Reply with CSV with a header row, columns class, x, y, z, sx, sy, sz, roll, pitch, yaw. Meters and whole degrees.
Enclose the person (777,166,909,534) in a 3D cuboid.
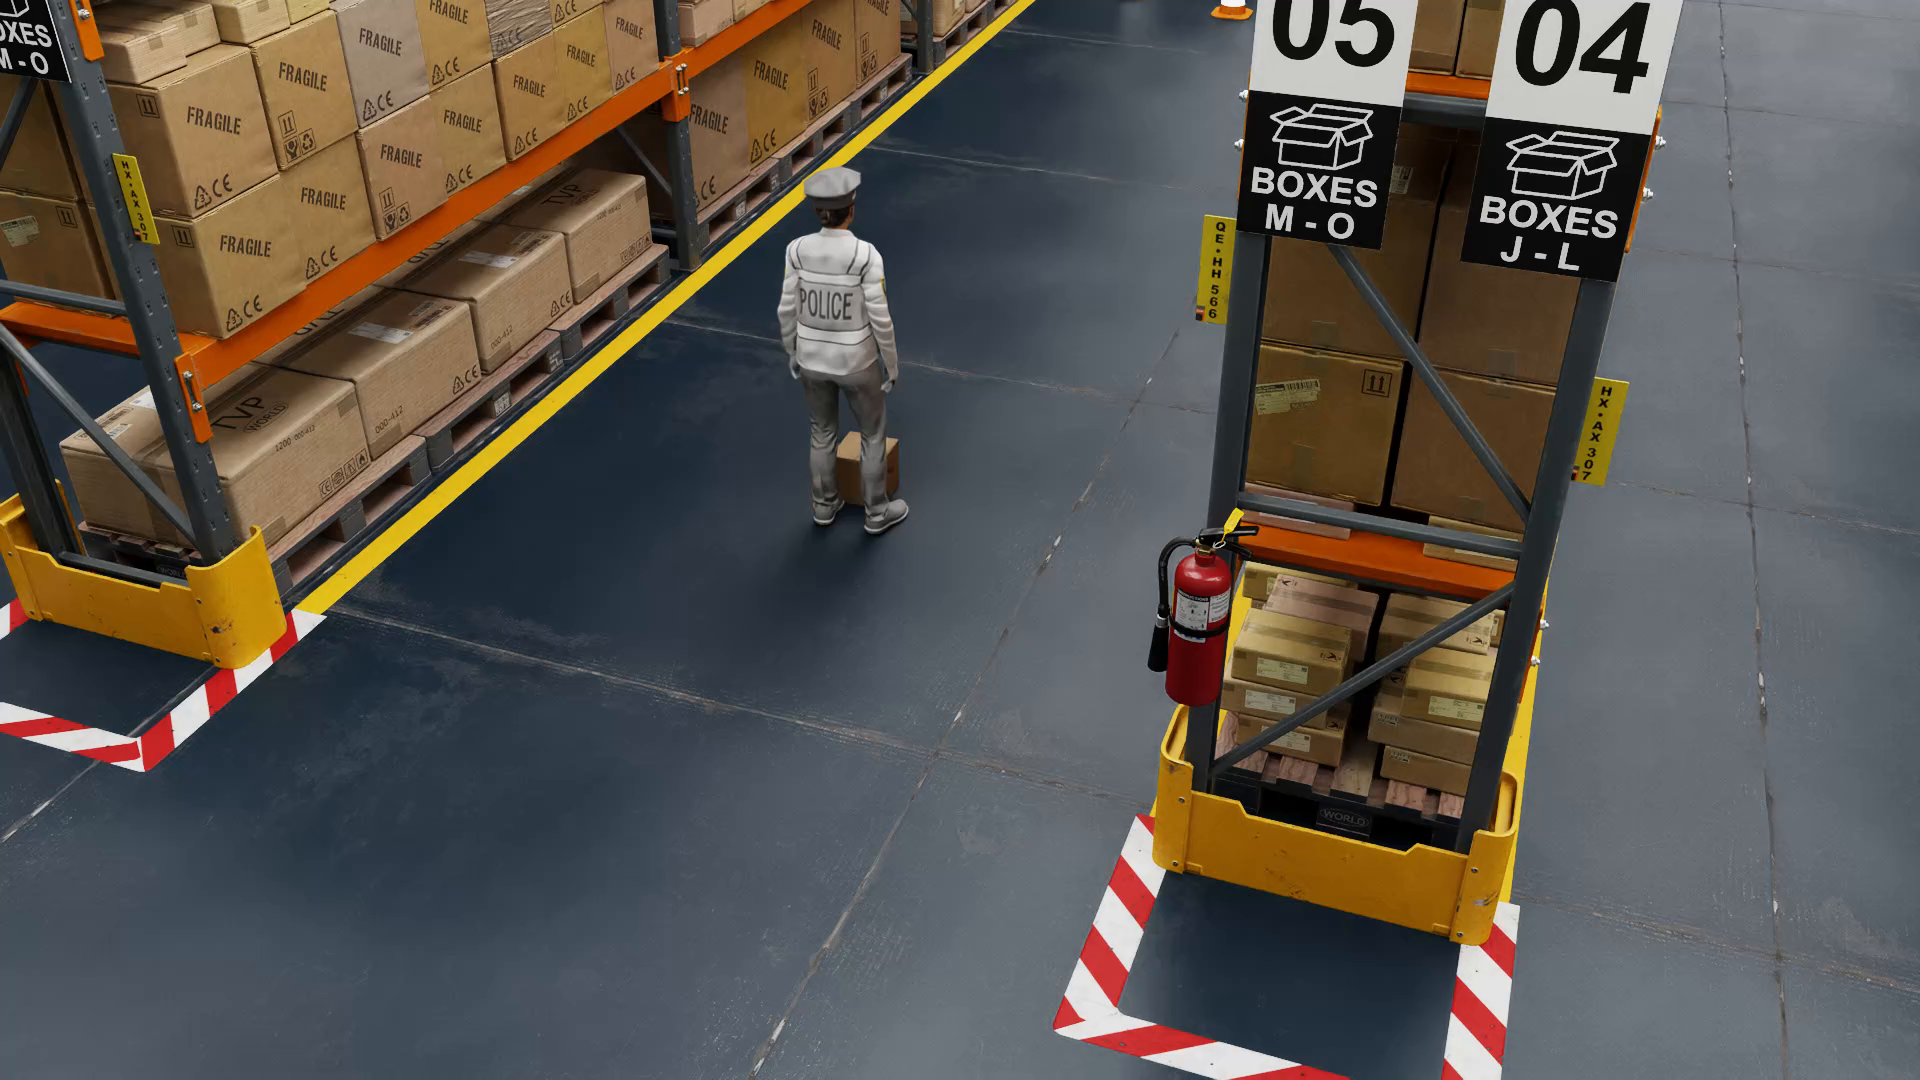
class,x,y,z,sx,sy,sz,roll,pitch,yaw
person,-0.526,-0.794,7.340,0.527,1.662,0.375,10,35,14
